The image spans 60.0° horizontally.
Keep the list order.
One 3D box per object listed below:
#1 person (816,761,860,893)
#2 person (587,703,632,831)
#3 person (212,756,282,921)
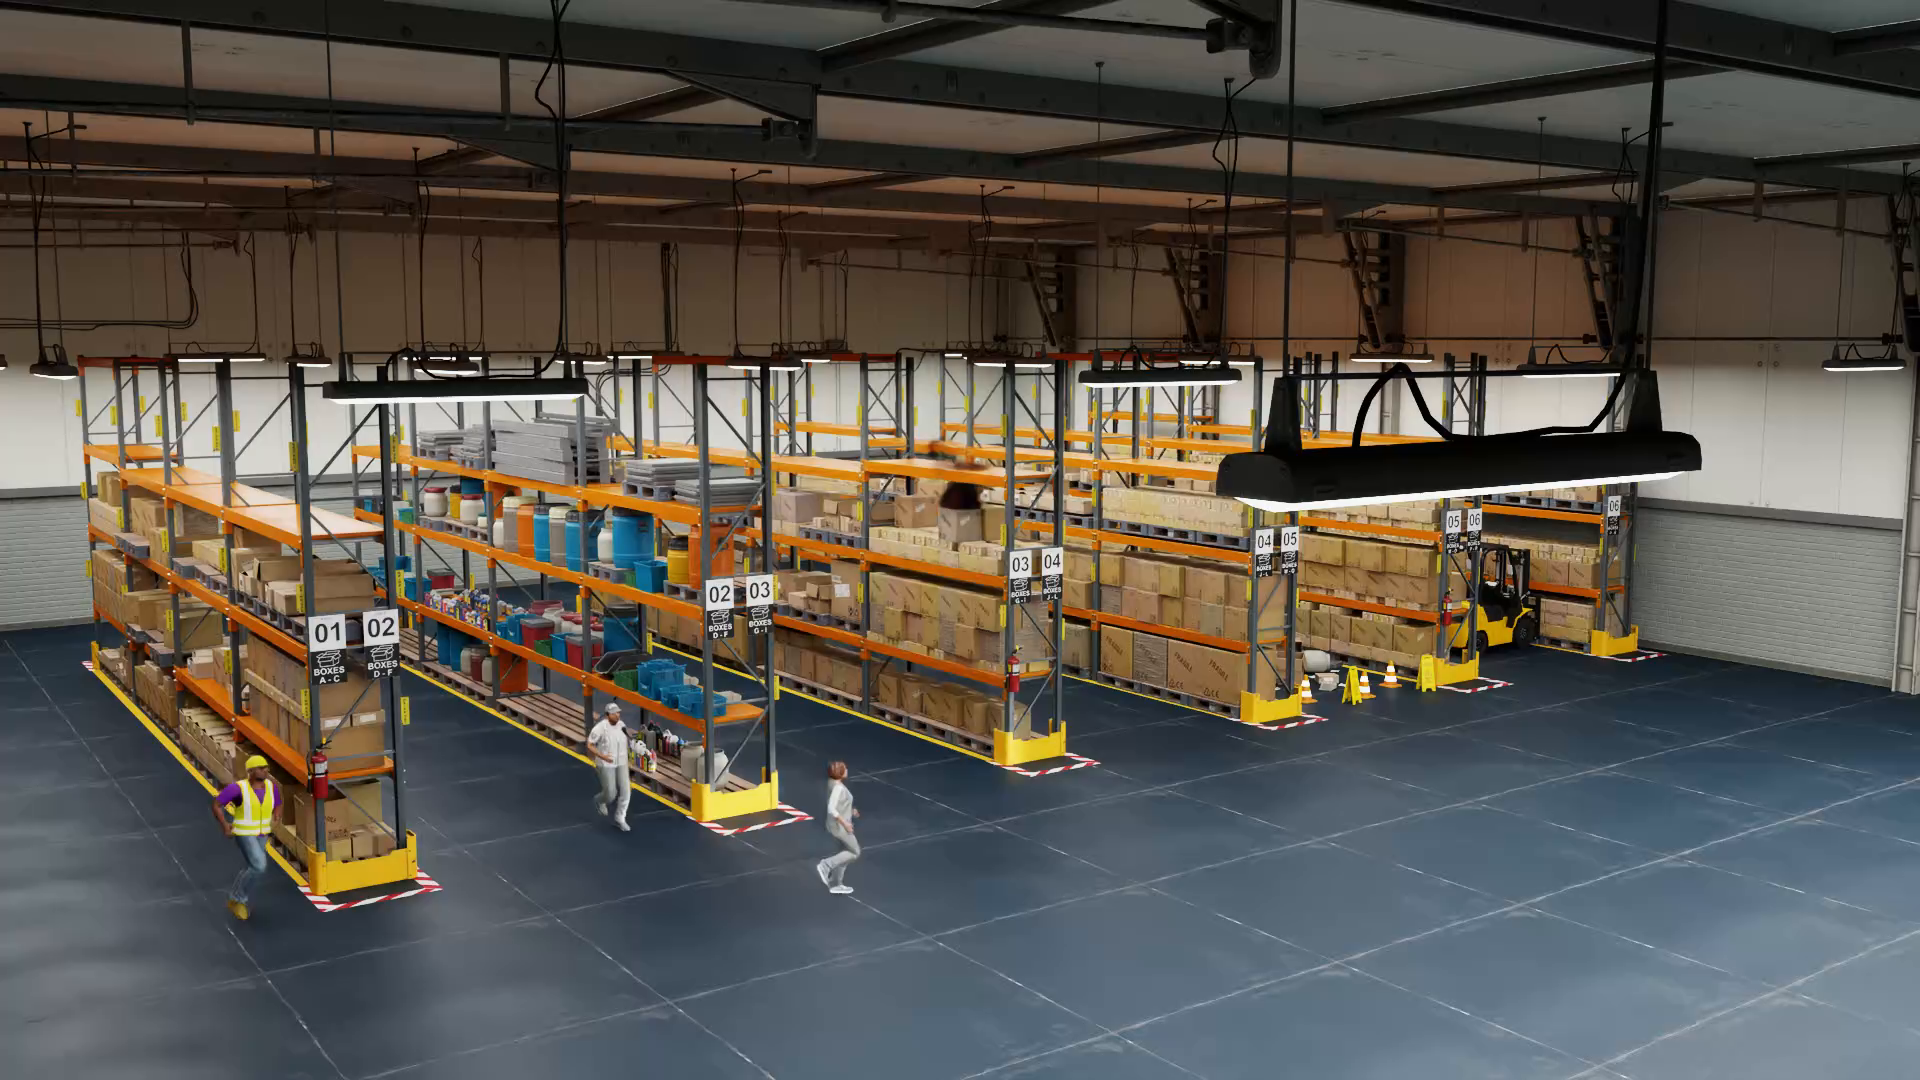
[{"bbox_3d":[-1.377,3.286,18.964,0.526,1.536,0.536,-2,7,-15],"label":"person"},{"bbox_3d":[-4.533,2.925,21.602,0.644,1.656,0.679,-6,9,-39],"label":"person"},{"bbox_3d":[-7.786,3.258,18.363,0.658,1.757,0.687,3,8,26],"label":"person"}]
